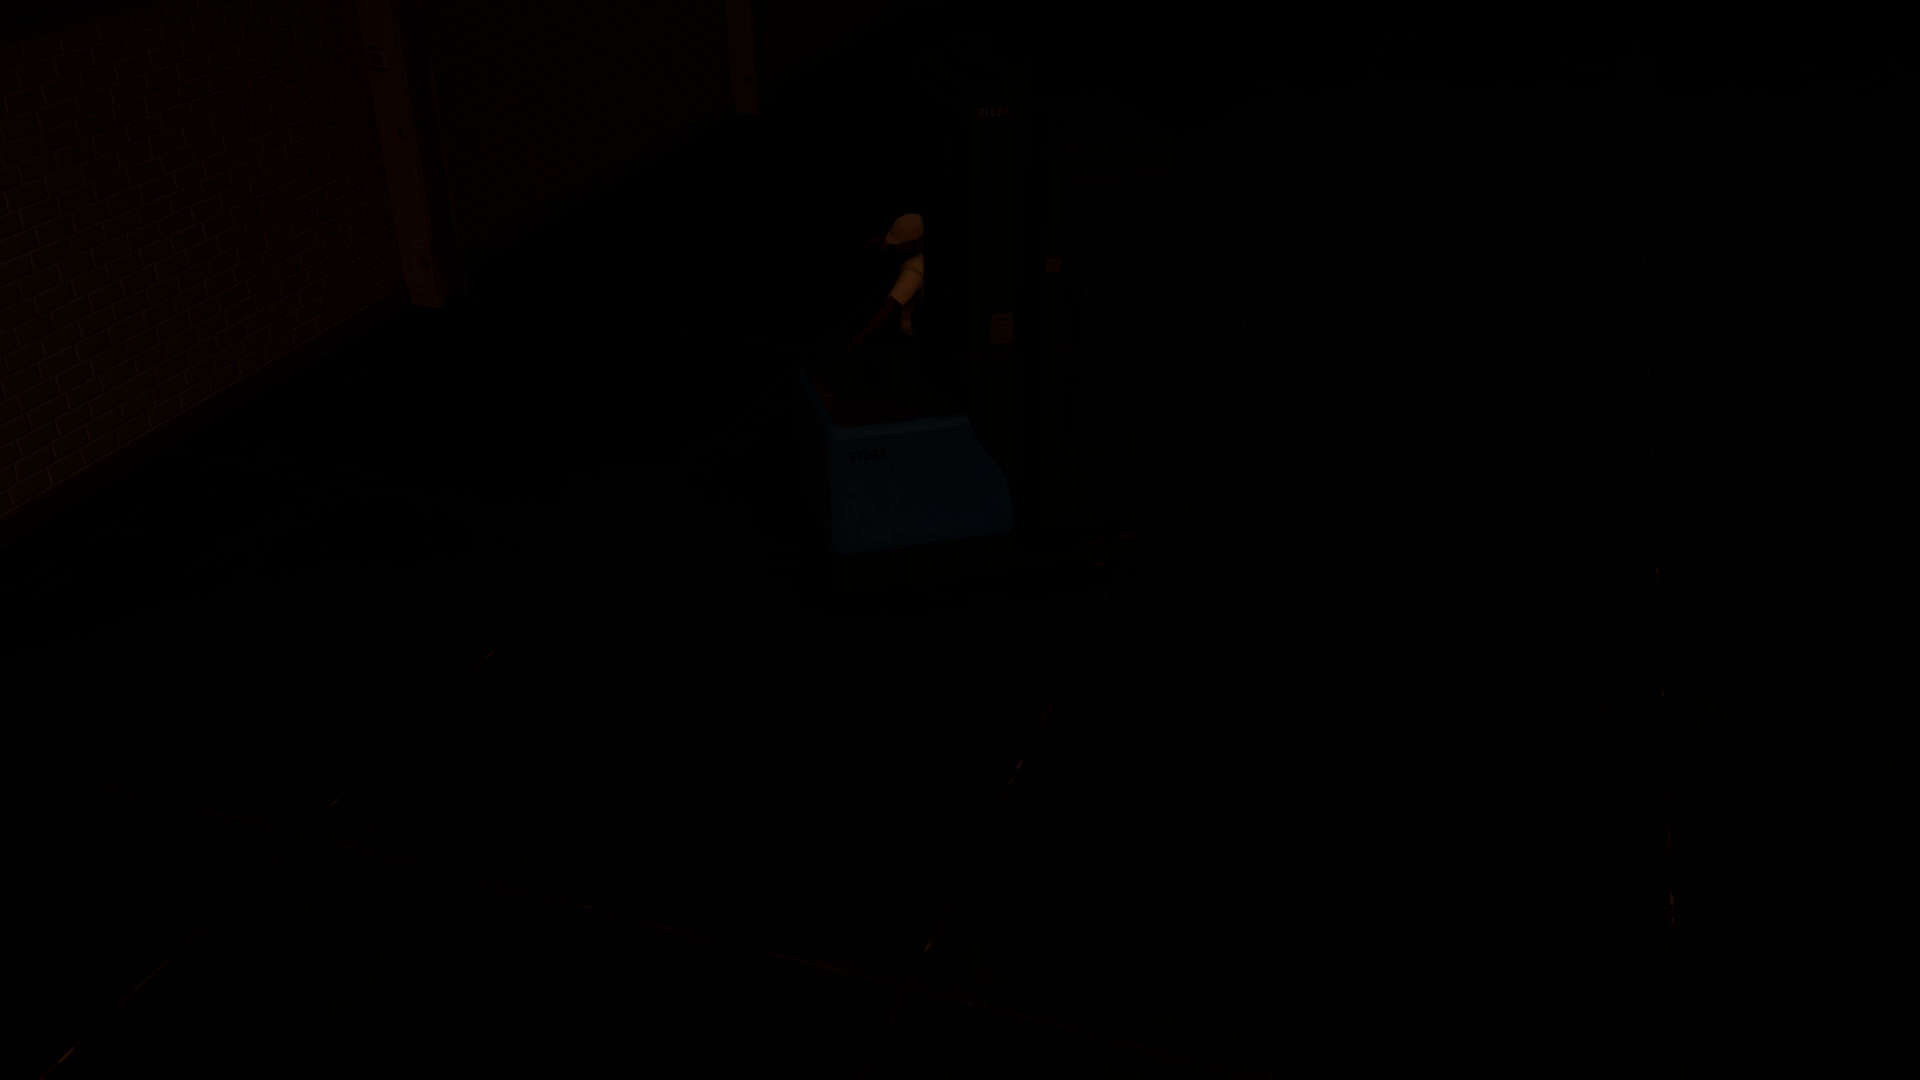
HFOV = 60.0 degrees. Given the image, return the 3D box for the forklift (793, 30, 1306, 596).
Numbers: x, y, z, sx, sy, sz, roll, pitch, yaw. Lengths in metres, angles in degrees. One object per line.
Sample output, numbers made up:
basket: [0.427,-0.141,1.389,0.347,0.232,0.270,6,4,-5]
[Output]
forklift: [0.585,-1.361,9.523,3.031,2.935,1.130,-8,31,-14]

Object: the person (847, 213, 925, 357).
person: [-0.401,-1.518,11.290,0.839,1.502,0.973,-6,30,-10]
